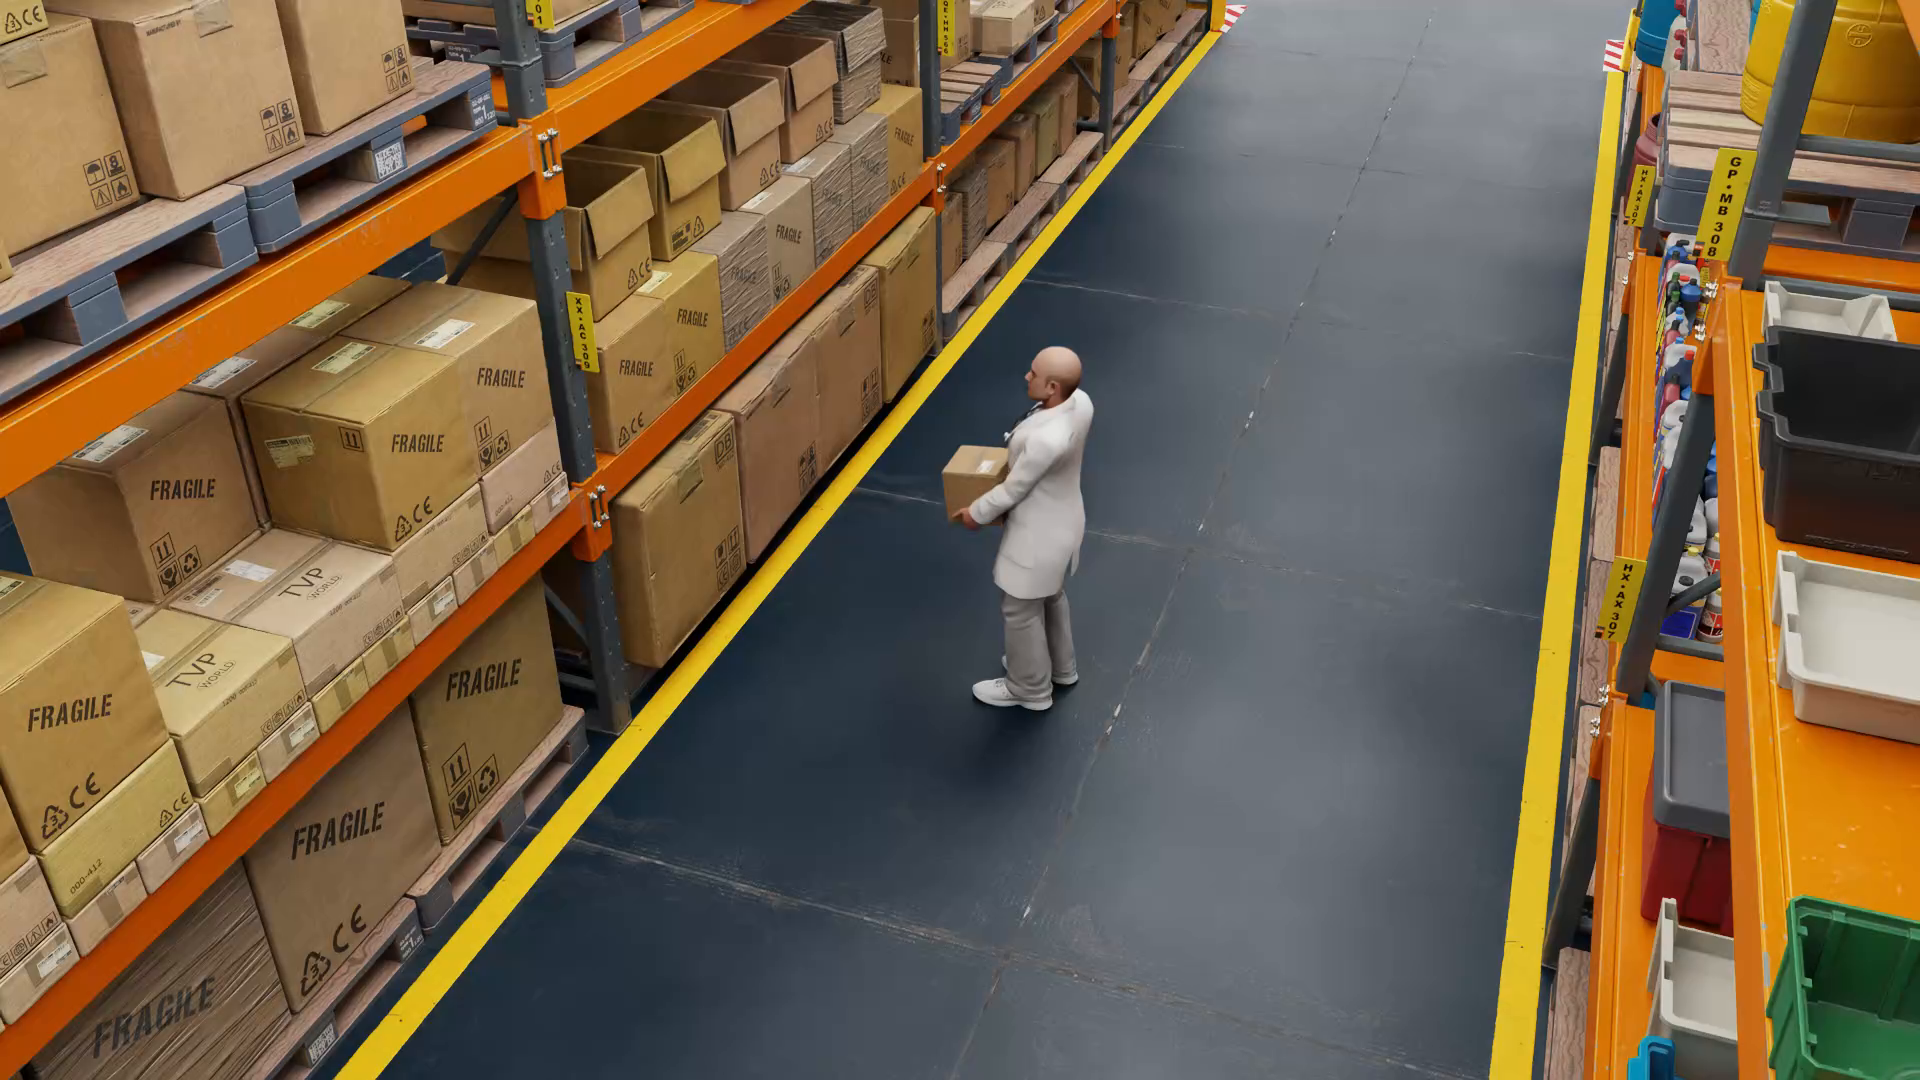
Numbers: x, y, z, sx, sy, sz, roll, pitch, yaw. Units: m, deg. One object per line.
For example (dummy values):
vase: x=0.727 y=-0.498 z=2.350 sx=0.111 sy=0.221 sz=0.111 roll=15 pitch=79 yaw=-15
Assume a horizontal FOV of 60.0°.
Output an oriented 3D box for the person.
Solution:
person: x=0.260 y=-0.059 z=7.247 sx=0.543 sy=1.778 sz=0.526 roll=11 pitch=34 yaw=17
